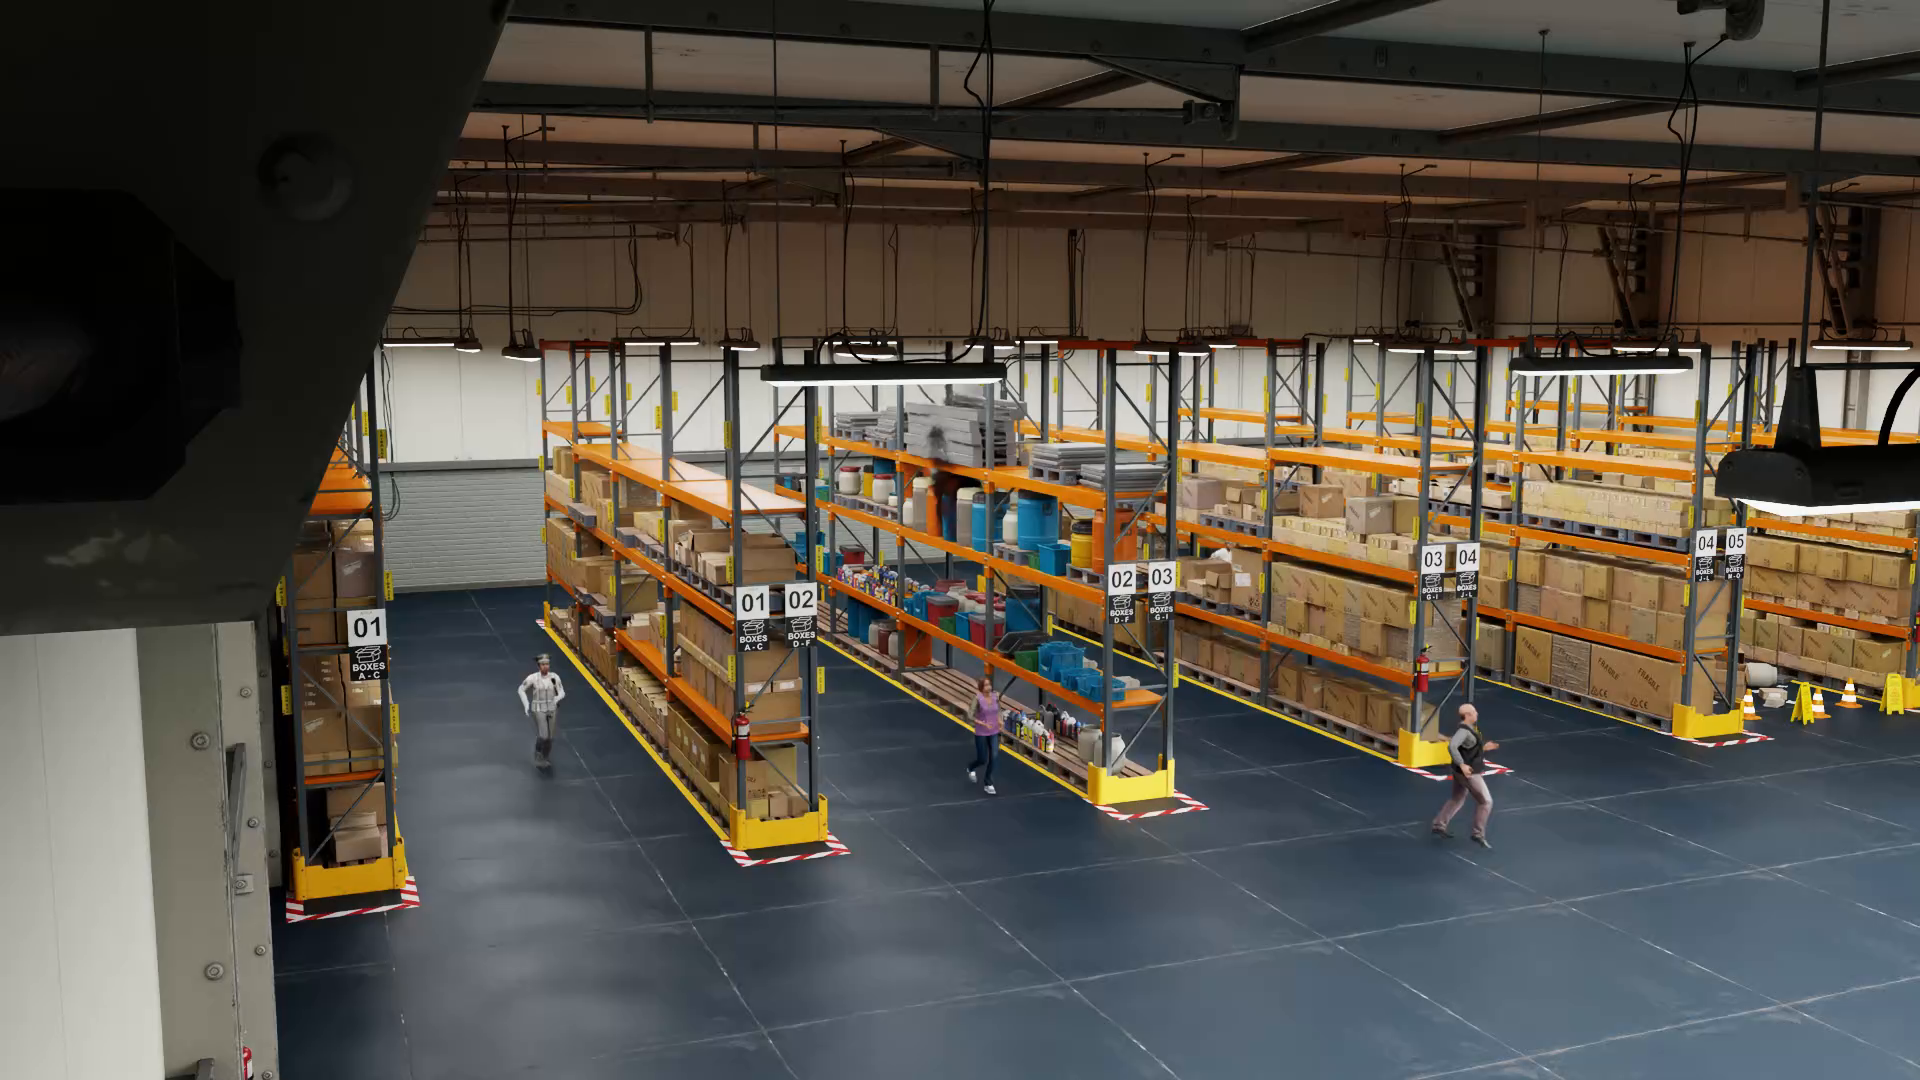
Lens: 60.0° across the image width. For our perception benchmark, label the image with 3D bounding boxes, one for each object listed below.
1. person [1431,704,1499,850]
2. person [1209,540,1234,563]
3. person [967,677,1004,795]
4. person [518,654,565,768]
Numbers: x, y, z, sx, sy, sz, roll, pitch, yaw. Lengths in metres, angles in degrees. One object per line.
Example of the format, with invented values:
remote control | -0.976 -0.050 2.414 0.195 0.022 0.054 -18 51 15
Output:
person | 6.138 2.866 20.171 0.767 1.782 0.625 1 7 5
person | 5.720 0.825 35.595 0.634 1.837 0.892 -3 8 -22
person | 0.338 2.630 22.597 0.544 1.566 0.675 -4 8 -27
person | -5.885 2.434 23.583 0.593 1.660 0.616 -5 9 -32
